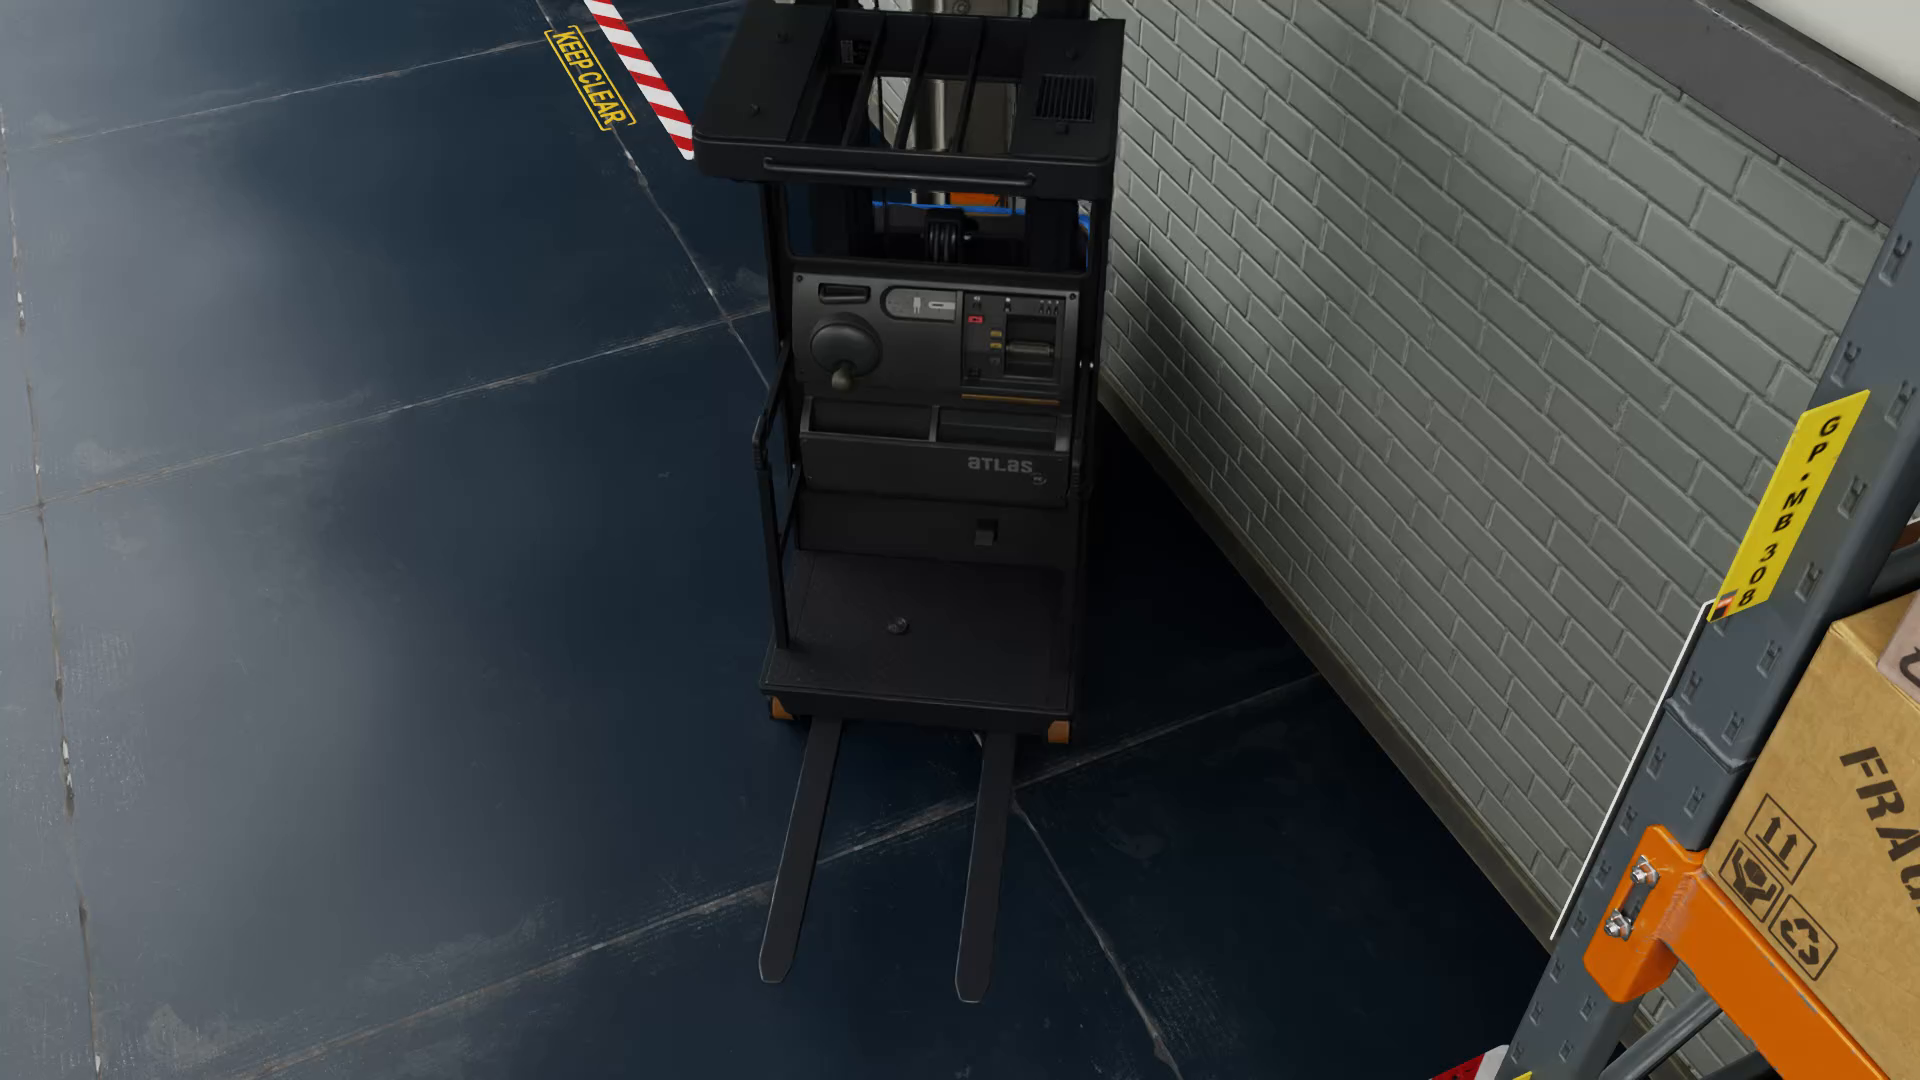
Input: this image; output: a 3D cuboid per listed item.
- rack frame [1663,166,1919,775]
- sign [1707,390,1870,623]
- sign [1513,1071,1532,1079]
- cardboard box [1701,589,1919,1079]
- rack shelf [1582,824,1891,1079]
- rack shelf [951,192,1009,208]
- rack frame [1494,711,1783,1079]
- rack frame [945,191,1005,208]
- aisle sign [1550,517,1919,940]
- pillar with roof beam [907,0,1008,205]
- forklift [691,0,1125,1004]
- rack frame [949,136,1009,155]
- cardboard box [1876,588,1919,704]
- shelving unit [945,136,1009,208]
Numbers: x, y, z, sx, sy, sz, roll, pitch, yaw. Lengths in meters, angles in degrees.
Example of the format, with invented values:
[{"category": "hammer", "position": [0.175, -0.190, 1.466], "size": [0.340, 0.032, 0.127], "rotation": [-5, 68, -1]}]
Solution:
[{"category": "rack frame", "position": [1.431, -0.949, 1.305], "size": [1.000, 3.000, 0.127], "rotation": [-18, 47, -17]}, {"category": "sign", "position": [0.938, -0.032, 1.889], "size": [0.100, 0.325, 0.005], "rotation": [-18, 47, -17]}, {"category": "sign", "position": [0.938, 1.039, 2.945], "size": [0.100, 0.325, 0.005], "rotation": [-18, 47, -17]}, {"category": "cardboard box", "position": [1.344, 0.363, 2.025], "size": [0.500, 0.500, 0.500], "rotation": [-17, 47, -16]}, {"category": "rack shelf", "position": [2.272, 1.649, 1.319], "size": [1.077, 0.370, 4.000], "rotation": [-18, 47, -17]}, {"category": "rack shelf", "position": [0.068, -1.346, 6.805], "size": [0.258, 0.103, 0.180], "rotation": [3, 42, 3]}, {"category": "rack frame", "position": [1.431, 1.186, 3.412], "size": [1.000, 3.000, 0.127], "rotation": [-18, 47, -17]}, {"category": "rack frame", "position": [0.060, -1.049, 6.945], "size": [0.240, 1.200, 0.006], "rotation": [3, 42, 3]}, {"category": "aisle sign", "position": [1.128, 0.304, 2.456], "size": [0.394, 0.787, 0.004], "rotation": [-18, 47, -17]}, {"category": "pillar with roof beam", "position": [-3.919, -3.311, 3.698], "size": [9.100, 9.000, 0.400], "rotation": [-18, 47, -17]}, {"category": "forklift", "position": [-0.104, -0.569, 5.240], "size": [1.130, 2.935, 3.031], "rotation": [4, 45, 5]}, {"category": "rack frame", "position": [0.074, -1.169, 7.082], "size": [0.240, 1.200, 0.006], "rotation": [3, 42, 3]}, {"category": "cardboard box", "position": [1.372, 0.037, 1.644], "size": [0.500, 0.500, 0.500], "rotation": [-21, 48, -20]}, {"category": "shelving unit", "position": [0.067, -1.109, 7.013], "size": [0.258, 1.200, 0.189], "rotation": [3, 42, 3]}]
